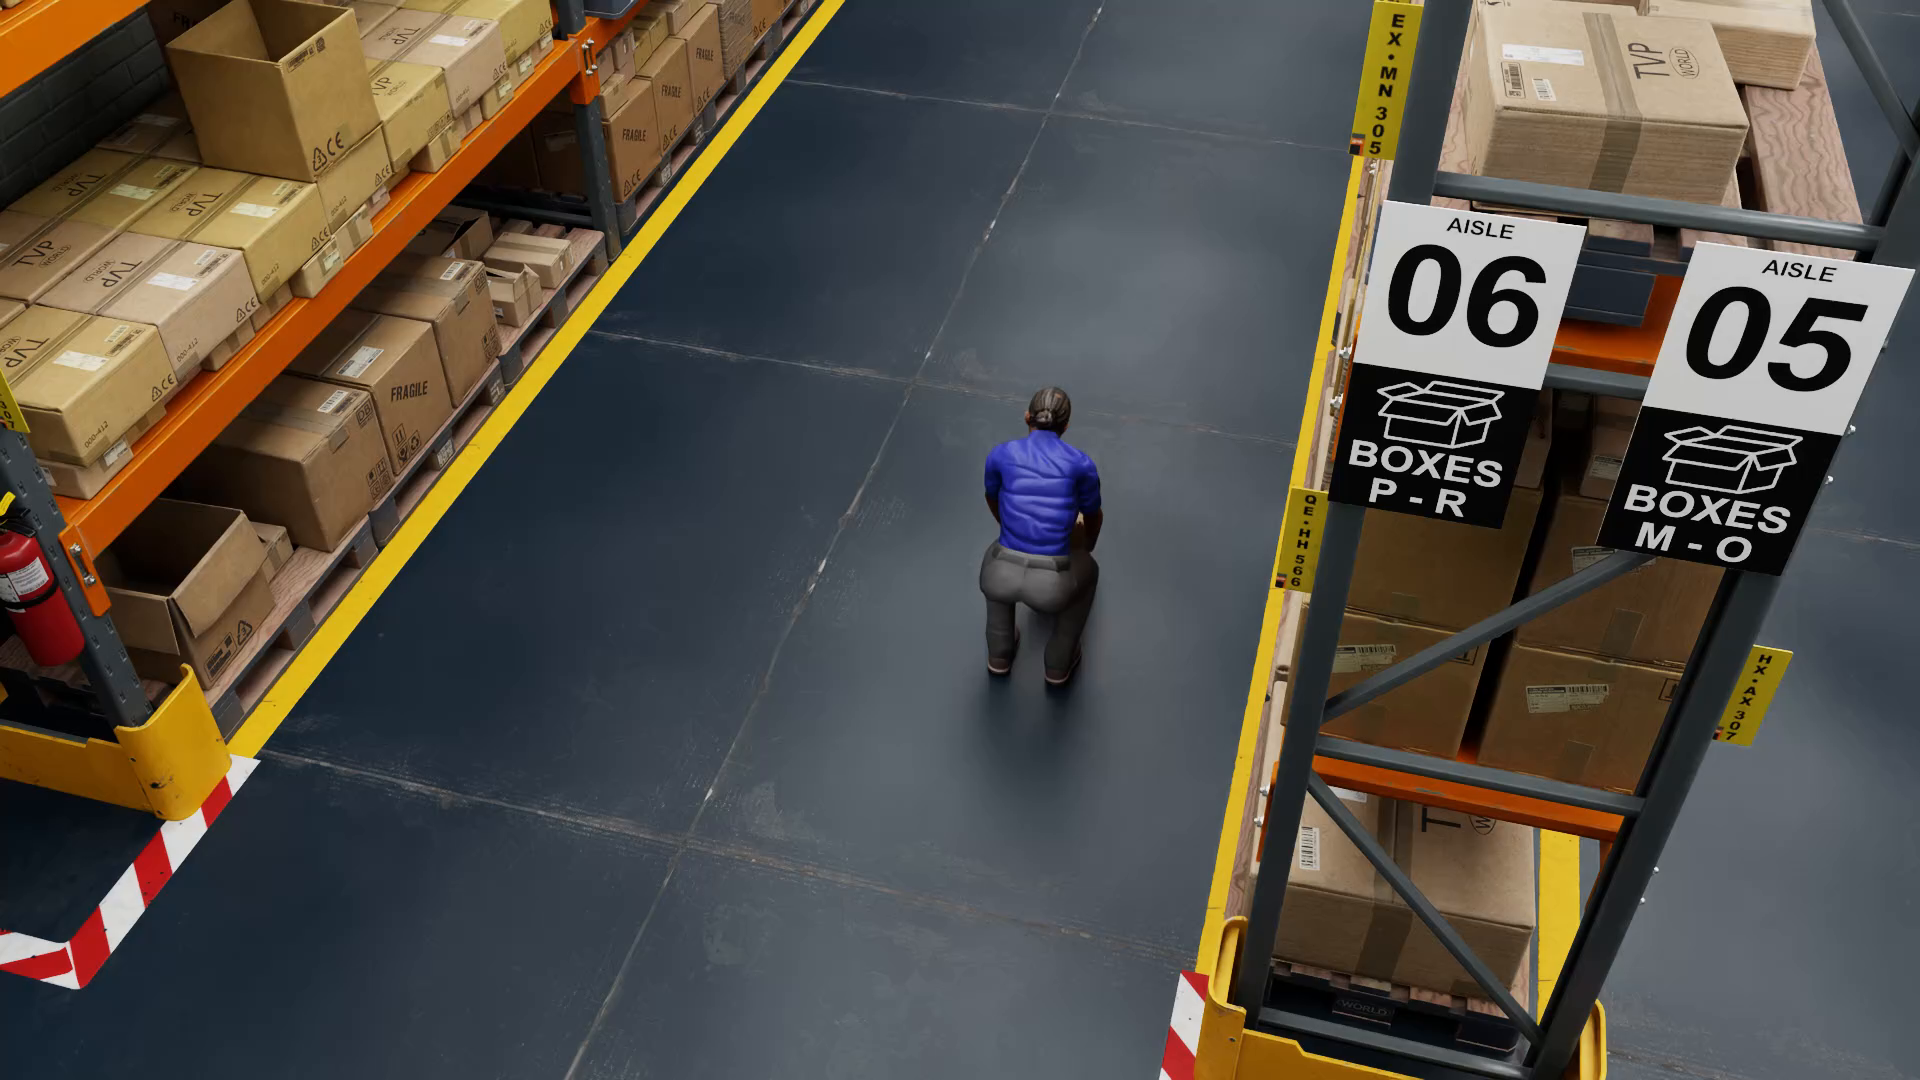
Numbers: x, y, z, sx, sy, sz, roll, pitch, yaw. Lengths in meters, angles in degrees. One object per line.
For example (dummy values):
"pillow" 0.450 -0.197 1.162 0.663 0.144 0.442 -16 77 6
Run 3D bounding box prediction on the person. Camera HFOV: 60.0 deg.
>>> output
"person" 0.295 0.020 6.574 0.499 1.092 0.747 11 42 12
